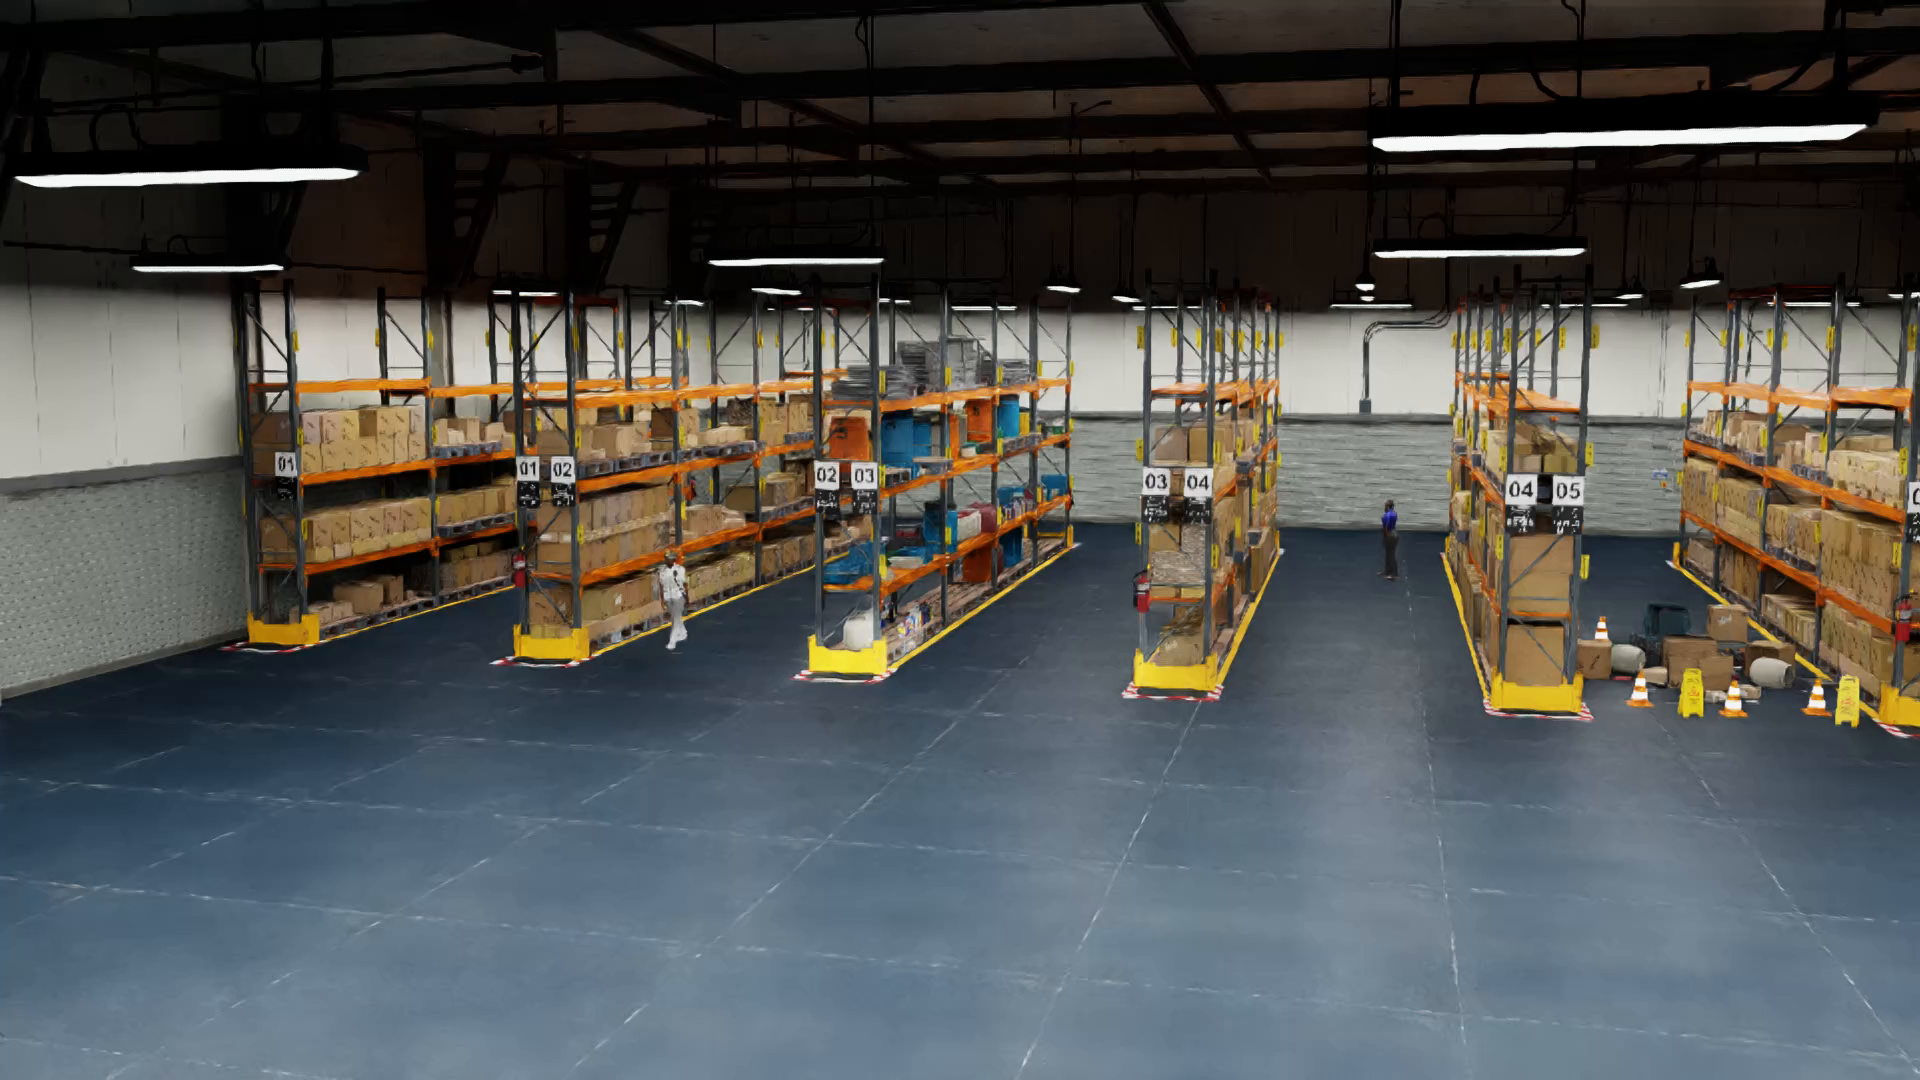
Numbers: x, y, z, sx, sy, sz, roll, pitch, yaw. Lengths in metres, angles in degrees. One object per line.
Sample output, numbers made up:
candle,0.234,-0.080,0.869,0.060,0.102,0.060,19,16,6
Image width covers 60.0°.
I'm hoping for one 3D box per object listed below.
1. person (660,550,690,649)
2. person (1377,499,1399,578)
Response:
person,-4.700,0.940,27.230,0.456,1.587,1.088,2,7,16
person,9.068,-0.045,35.174,0.535,1.655,0.566,4,8,32
